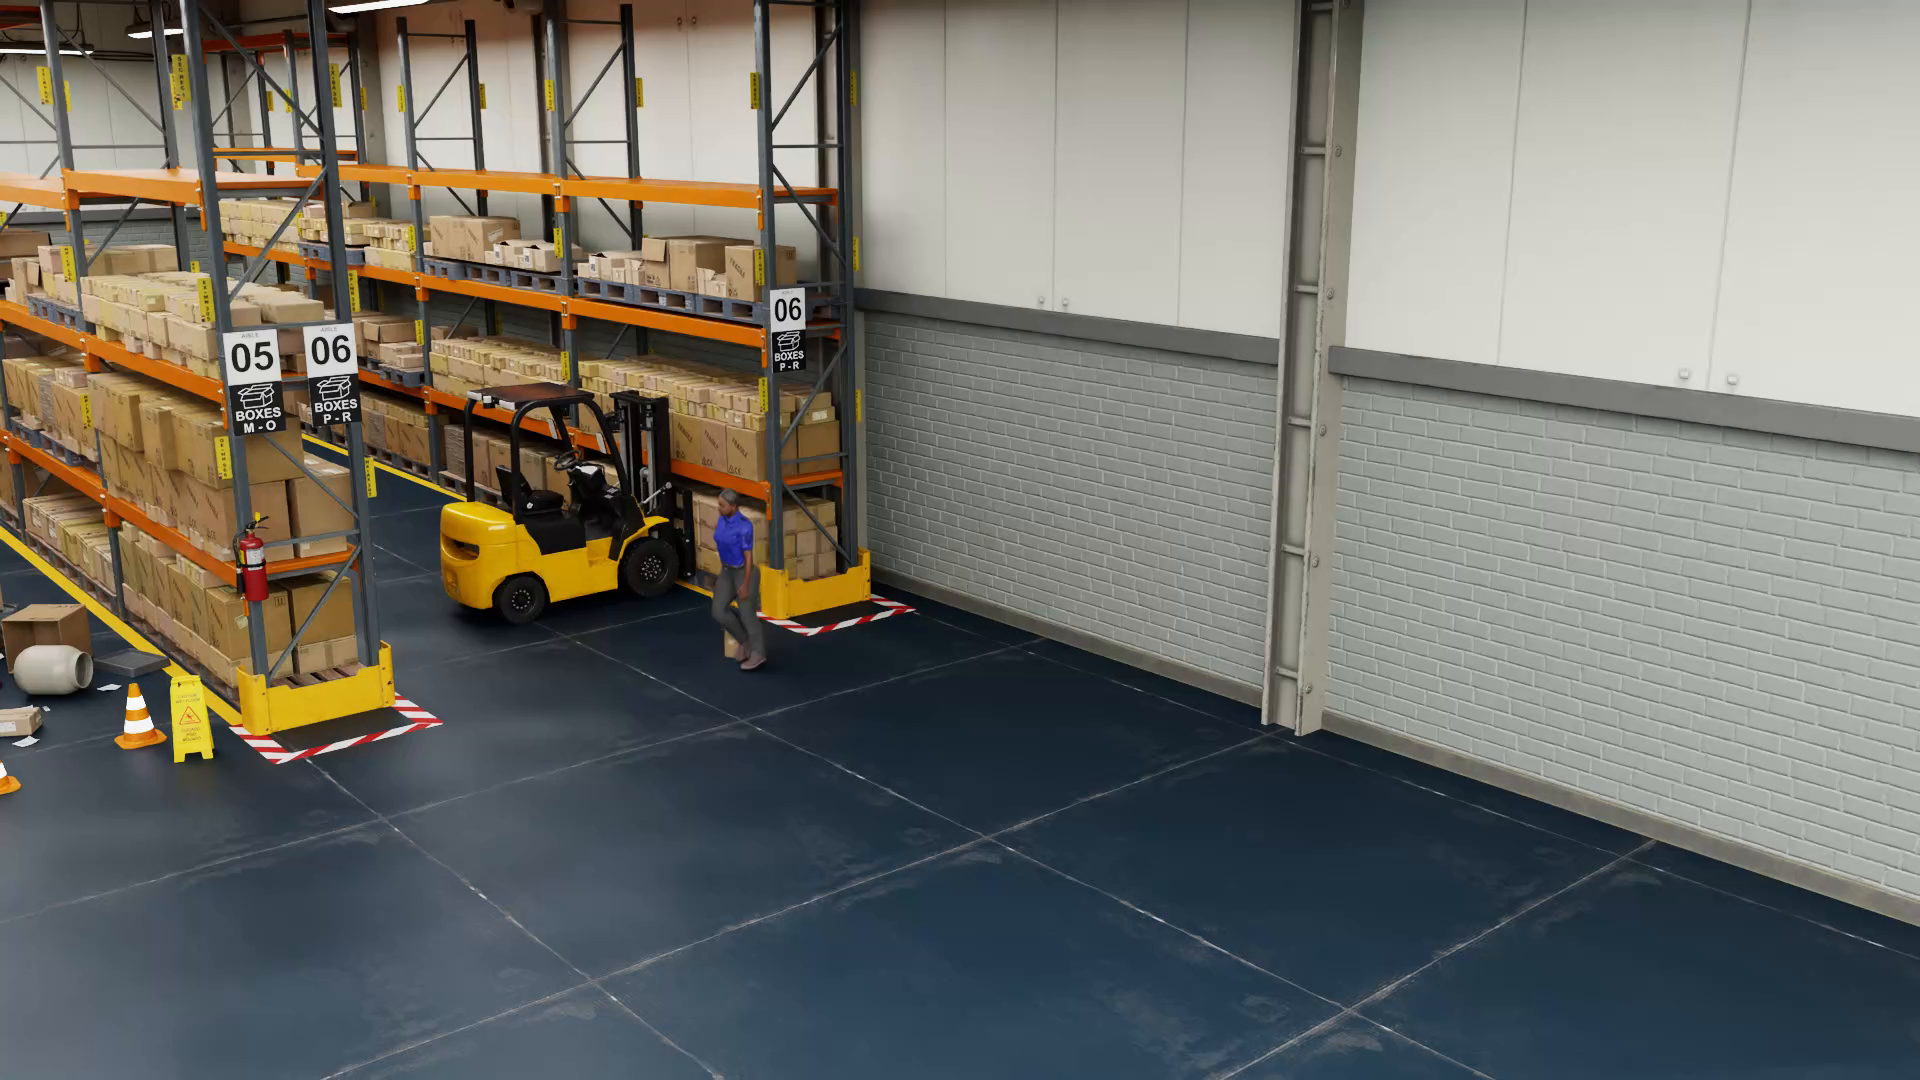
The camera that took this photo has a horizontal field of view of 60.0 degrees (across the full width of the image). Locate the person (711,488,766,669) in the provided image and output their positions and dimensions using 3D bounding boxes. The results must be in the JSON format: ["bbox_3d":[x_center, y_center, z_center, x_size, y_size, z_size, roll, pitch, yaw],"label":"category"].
[{"bbox_3d":[-1.937,0.329,14.648,0.482,1.655,0.448,13,19,41],"label":"person"}]
